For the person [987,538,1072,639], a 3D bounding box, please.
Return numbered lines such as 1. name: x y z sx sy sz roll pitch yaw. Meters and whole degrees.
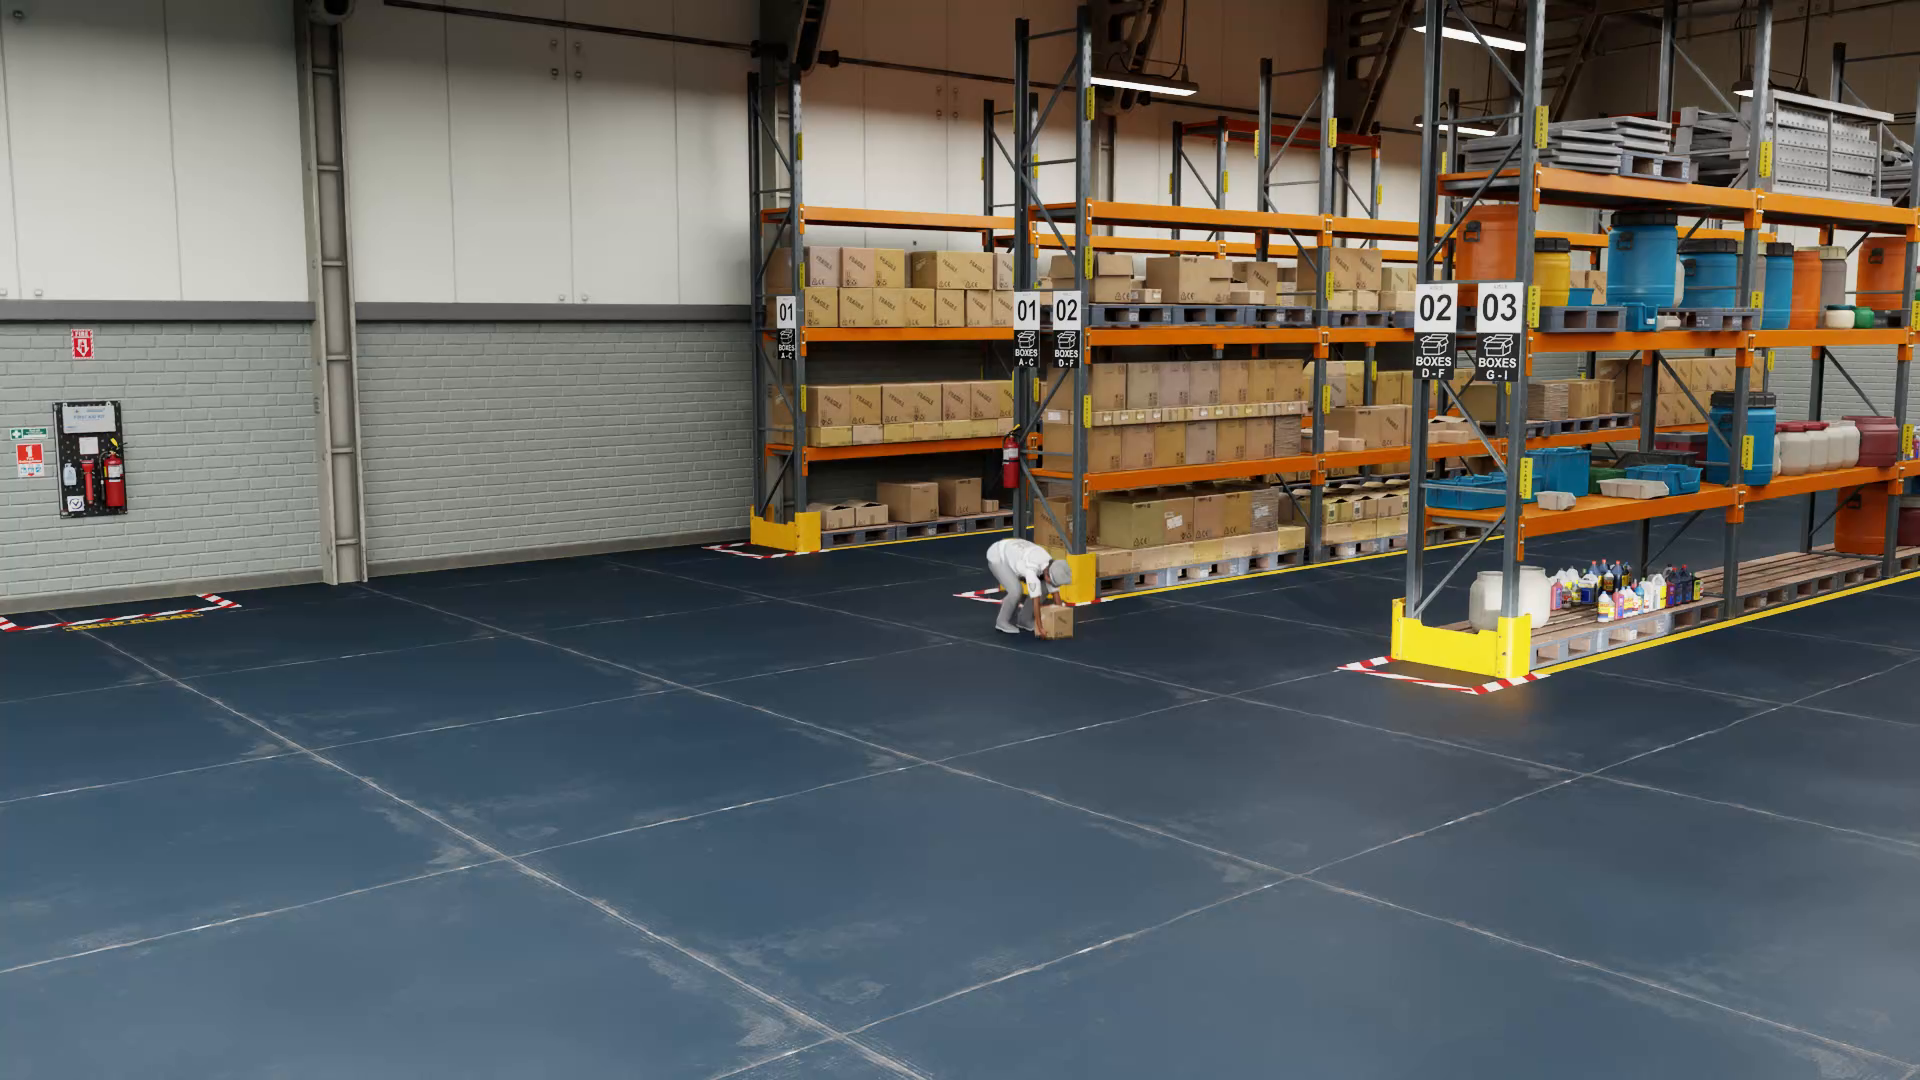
1. person: 0.649 0.439 15.512 0.456 0.868 0.905 -7 10 -43
